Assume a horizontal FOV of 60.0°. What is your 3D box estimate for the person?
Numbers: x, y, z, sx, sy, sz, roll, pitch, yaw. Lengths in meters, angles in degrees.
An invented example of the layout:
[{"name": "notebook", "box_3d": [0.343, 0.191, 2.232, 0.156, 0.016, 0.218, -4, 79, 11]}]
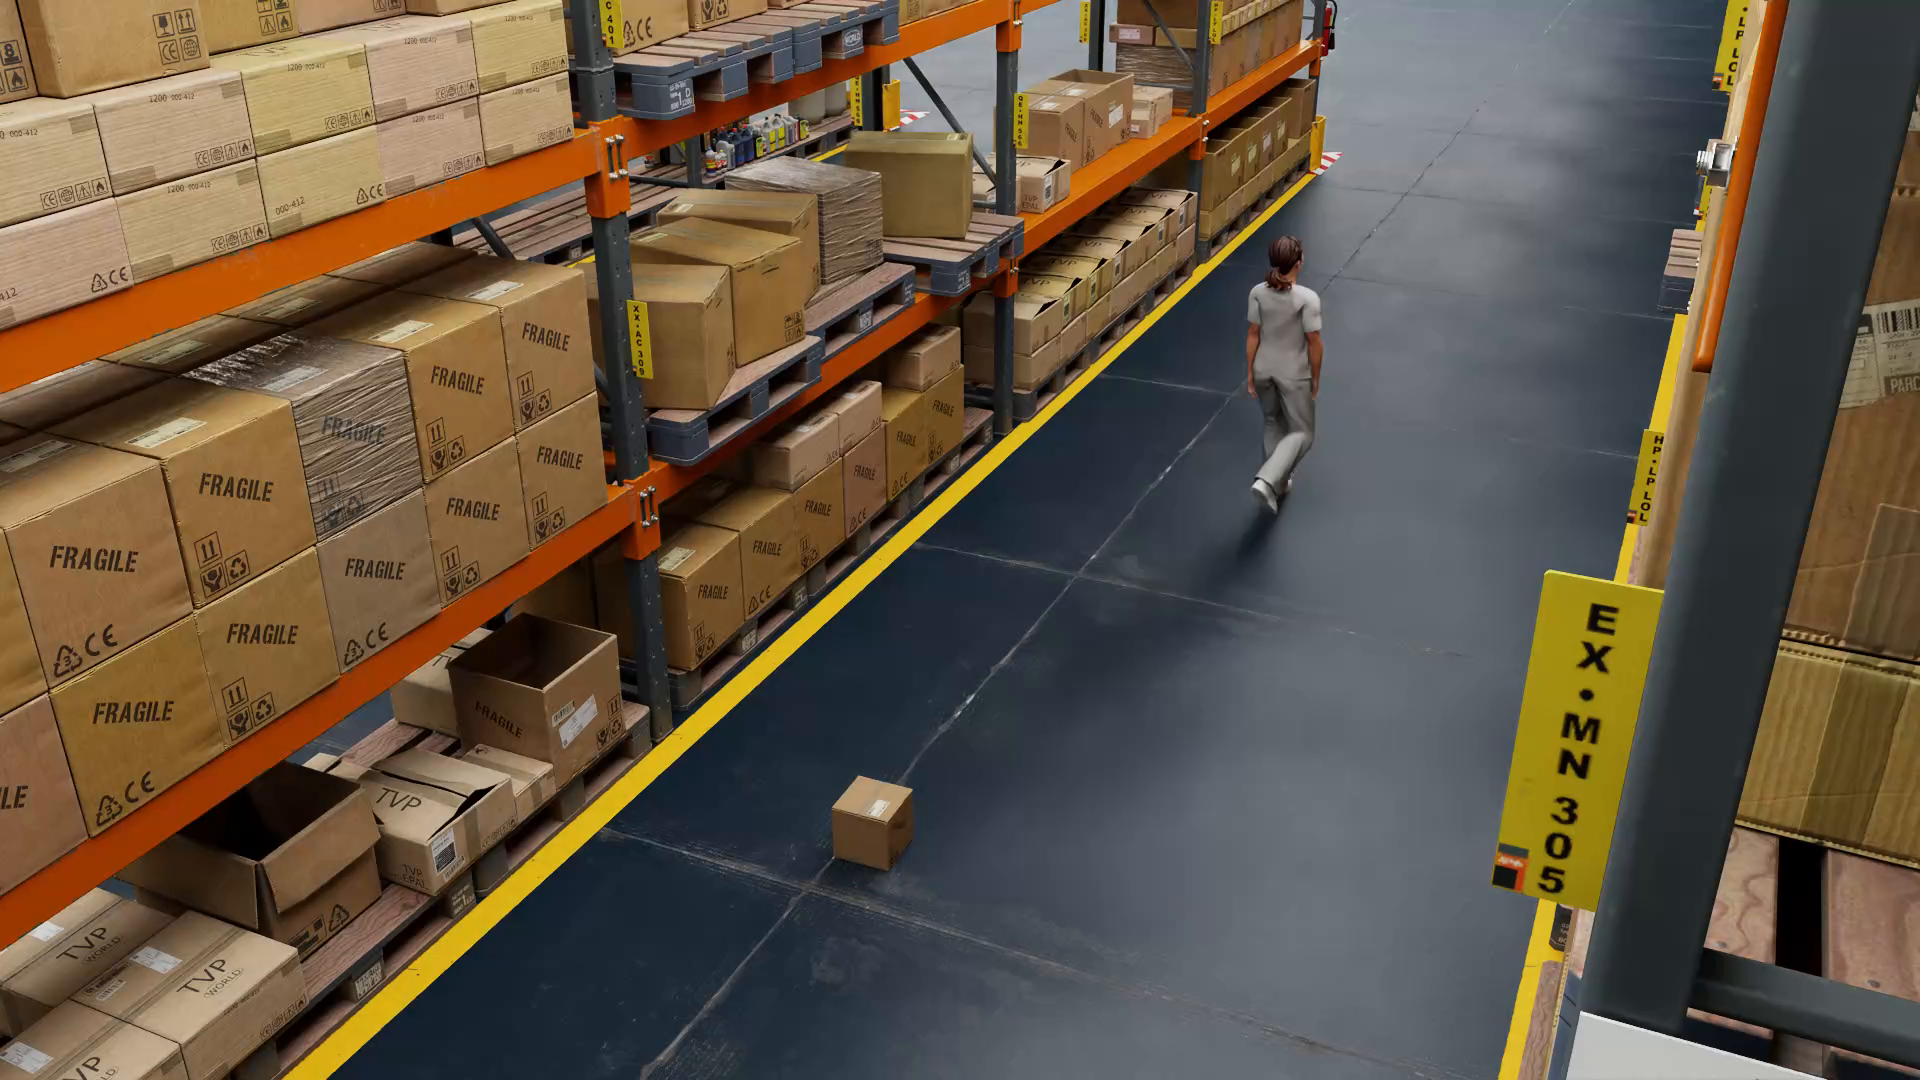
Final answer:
[{"name": "person", "box_3d": [1.822, -0.925, 9.467, 0.444, 1.650, 0.737, 18, 32, 32]}]
